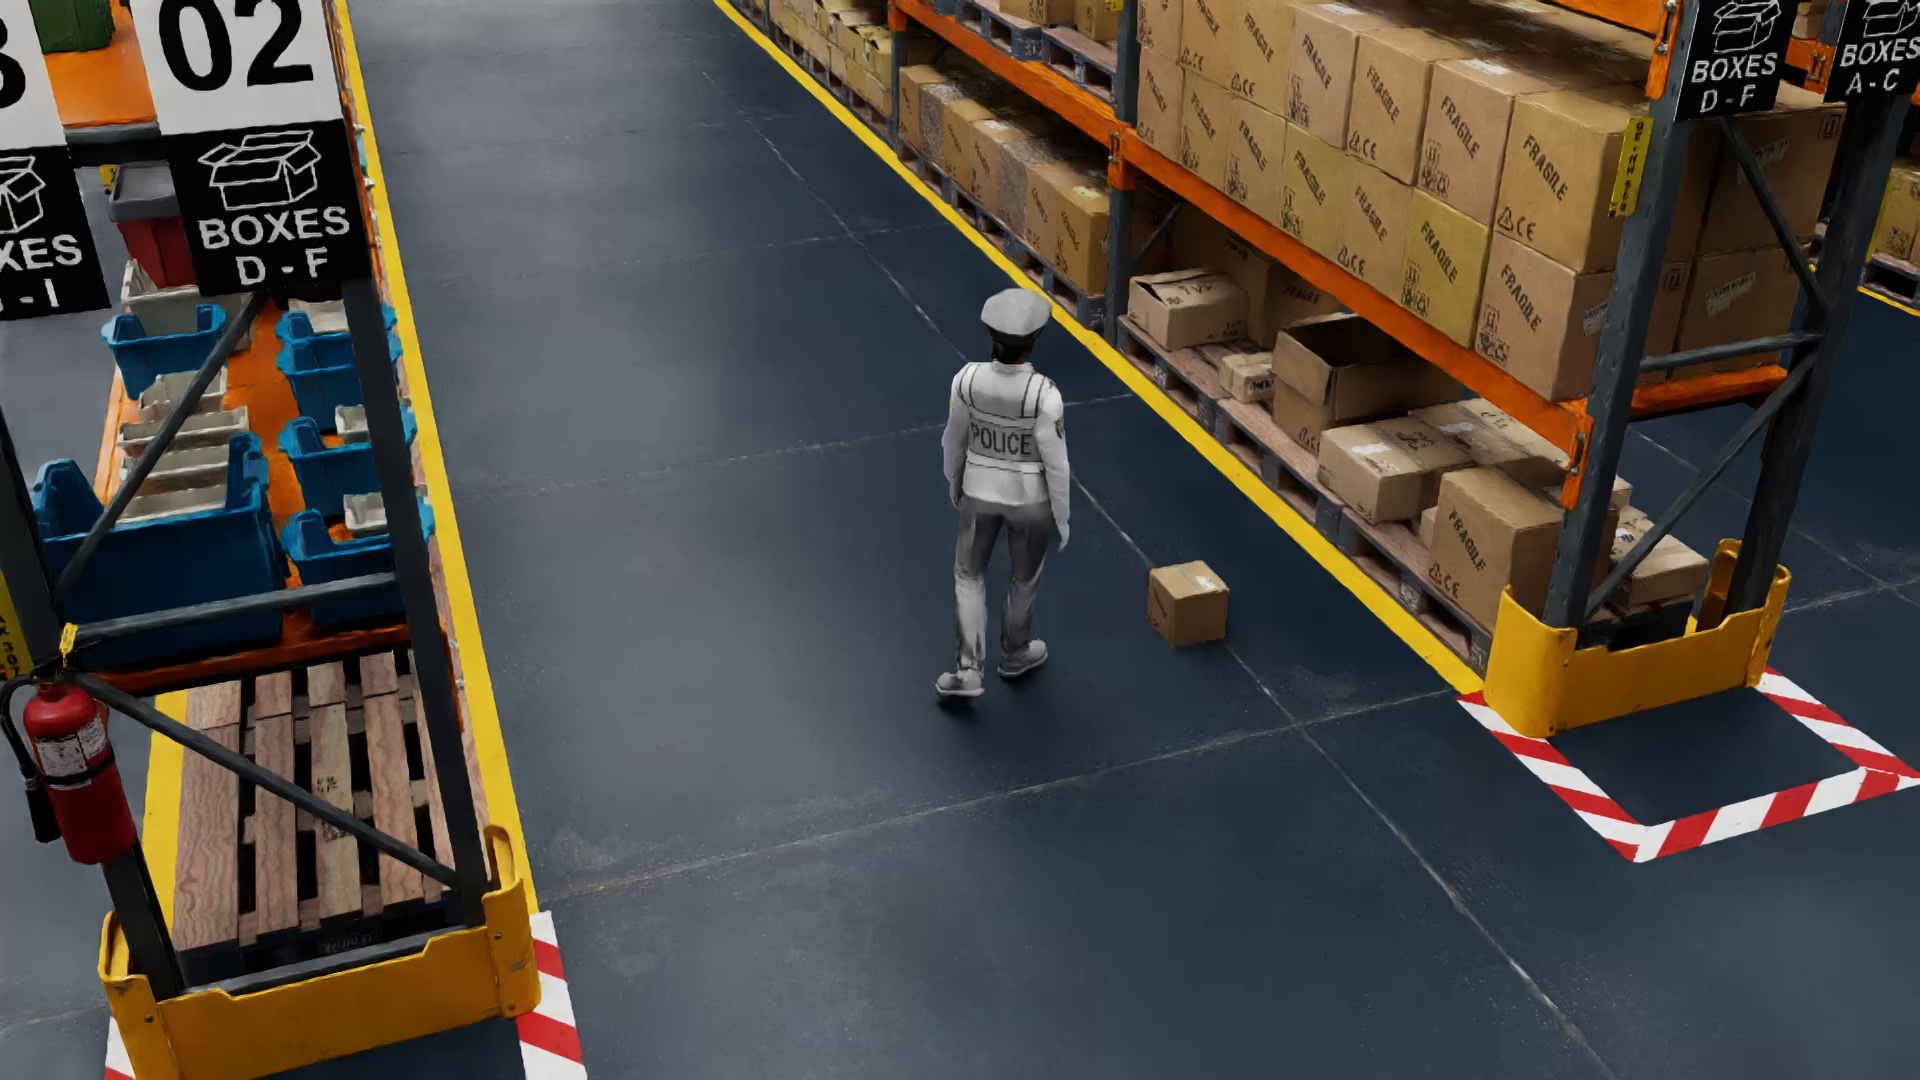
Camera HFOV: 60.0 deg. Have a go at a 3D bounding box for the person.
[{"bbox_3d":[0.166,-0.141,6.355,0.539,1.676,0.609,10,31,16],"label":"person"}]
